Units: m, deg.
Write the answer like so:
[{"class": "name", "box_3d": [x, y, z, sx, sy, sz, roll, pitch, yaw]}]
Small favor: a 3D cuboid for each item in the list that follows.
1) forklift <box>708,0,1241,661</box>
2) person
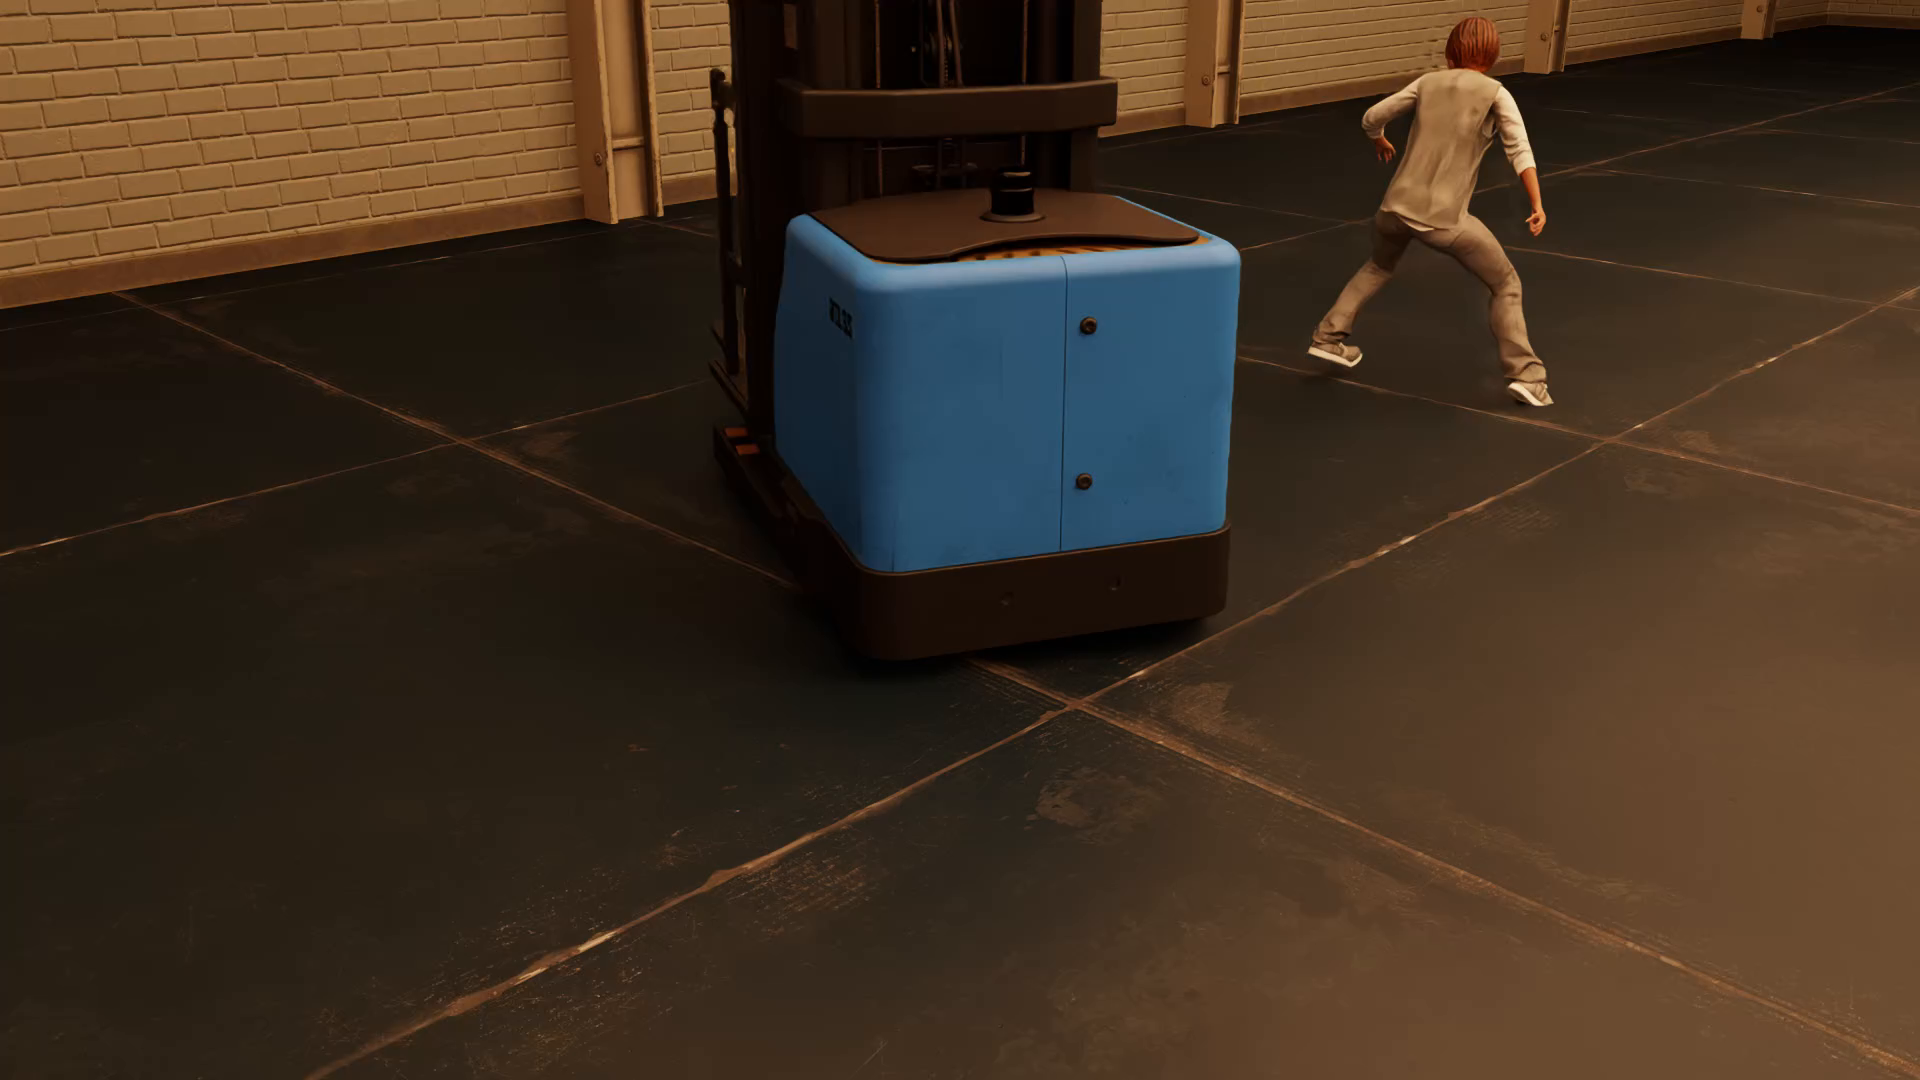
[{"class": "forklift", "box_3d": [-0.222, -1.565, 5.193, 1.130, 2.935, 3.031, -7, 23, -17]}, {"class": "person", "box_3d": [1.926, -1.245, 6.536, 0.508, 1.525, 0.957, -20, 29, -41]}]
